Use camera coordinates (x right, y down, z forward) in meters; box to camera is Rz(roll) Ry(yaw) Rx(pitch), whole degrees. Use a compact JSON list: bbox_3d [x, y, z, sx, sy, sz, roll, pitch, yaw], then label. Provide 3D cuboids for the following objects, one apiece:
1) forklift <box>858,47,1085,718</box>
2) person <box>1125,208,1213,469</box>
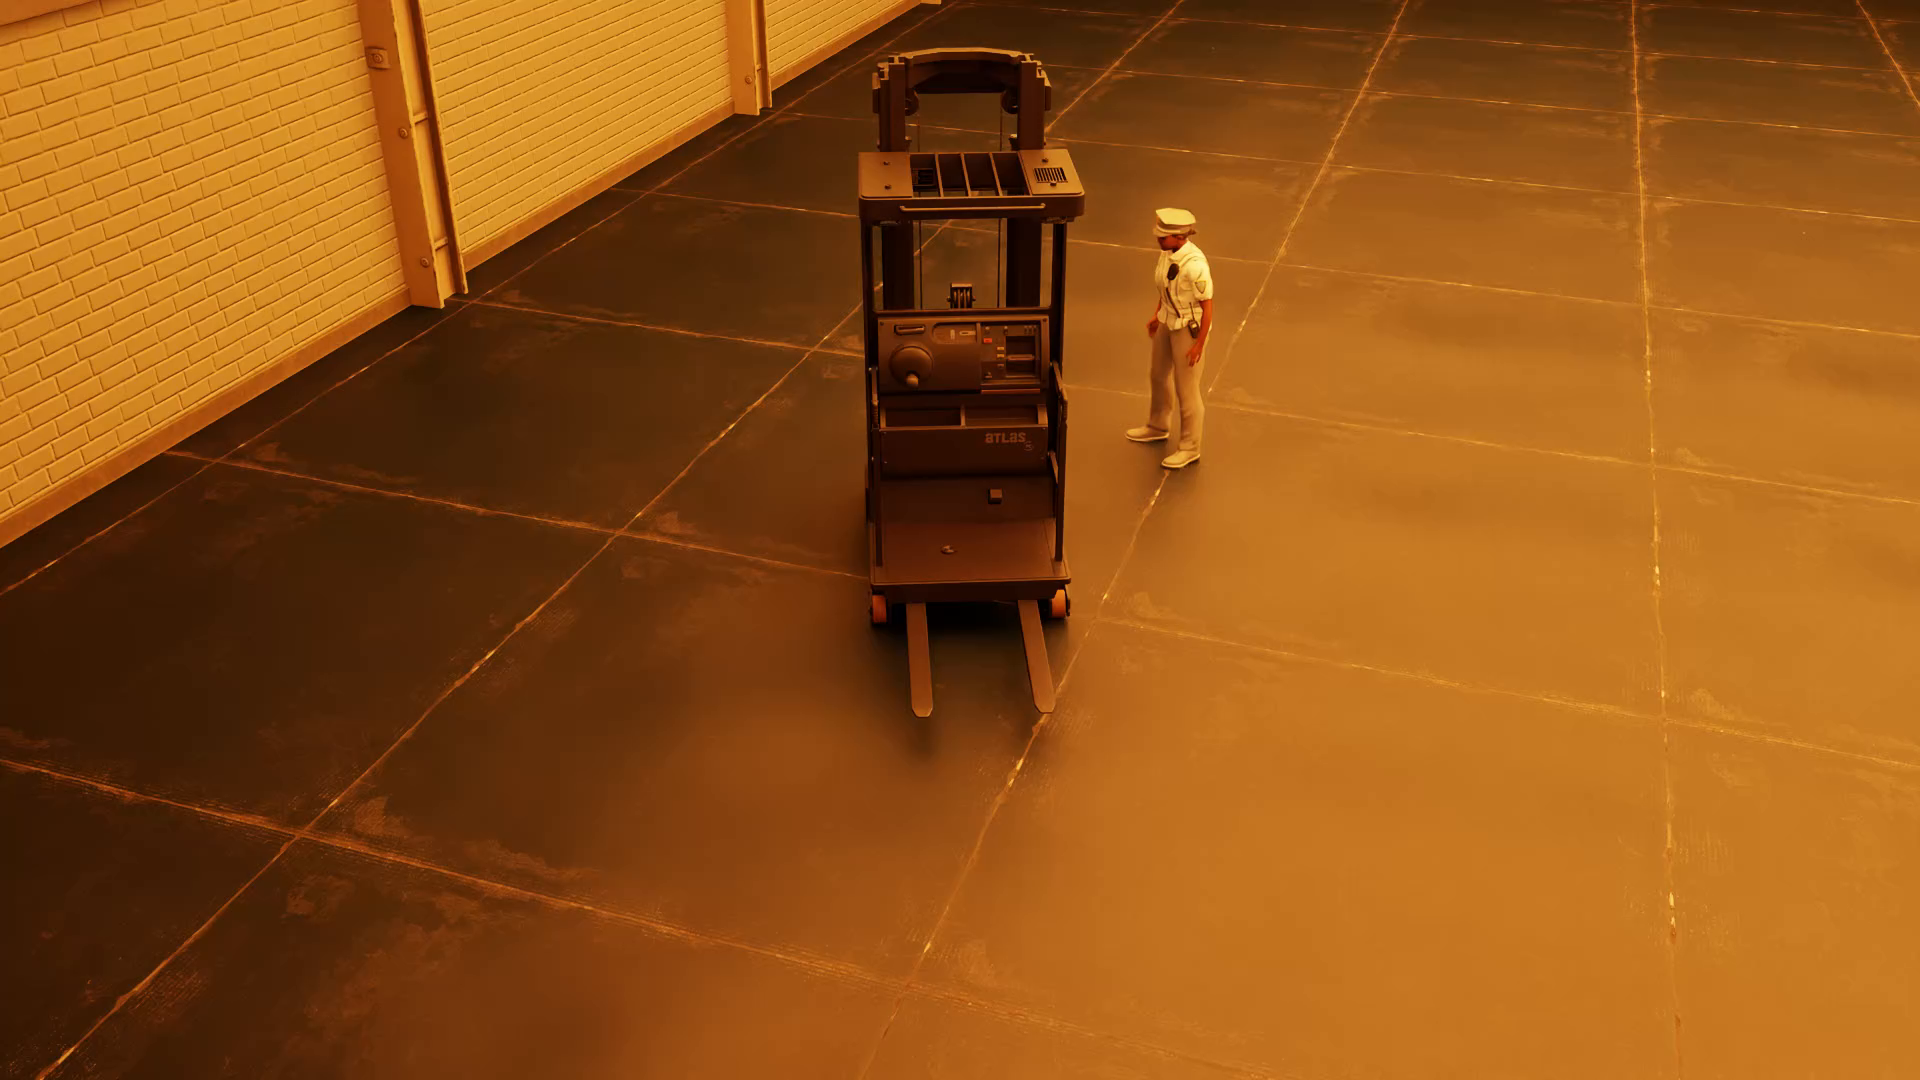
[{"bbox_3d":[0.035,-0.972,8.842,1.130,2.935,3.031,-2,30,-3],"label":"forklift"},{"bbox_3d":[1.408,-1.333,10.766,0.423,1.667,0.591,-10,31,-17],"label":"person"}]
